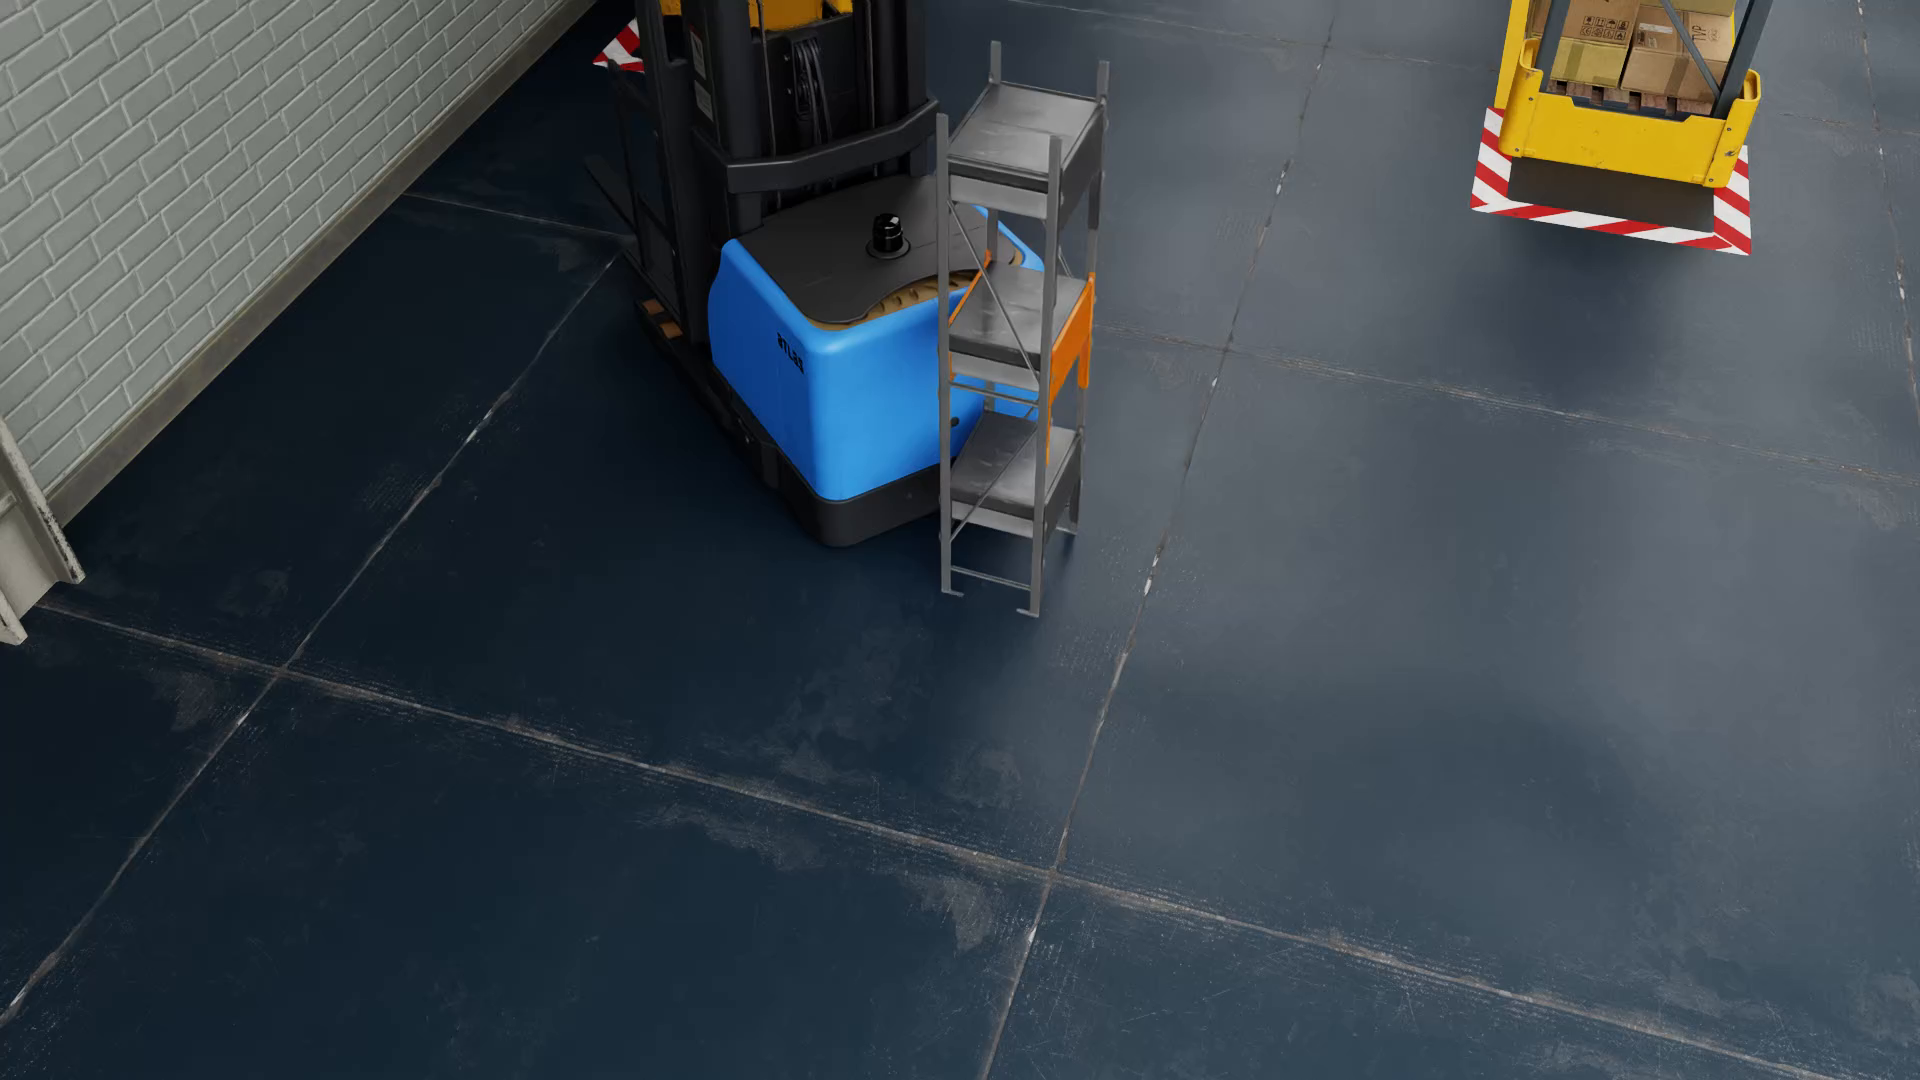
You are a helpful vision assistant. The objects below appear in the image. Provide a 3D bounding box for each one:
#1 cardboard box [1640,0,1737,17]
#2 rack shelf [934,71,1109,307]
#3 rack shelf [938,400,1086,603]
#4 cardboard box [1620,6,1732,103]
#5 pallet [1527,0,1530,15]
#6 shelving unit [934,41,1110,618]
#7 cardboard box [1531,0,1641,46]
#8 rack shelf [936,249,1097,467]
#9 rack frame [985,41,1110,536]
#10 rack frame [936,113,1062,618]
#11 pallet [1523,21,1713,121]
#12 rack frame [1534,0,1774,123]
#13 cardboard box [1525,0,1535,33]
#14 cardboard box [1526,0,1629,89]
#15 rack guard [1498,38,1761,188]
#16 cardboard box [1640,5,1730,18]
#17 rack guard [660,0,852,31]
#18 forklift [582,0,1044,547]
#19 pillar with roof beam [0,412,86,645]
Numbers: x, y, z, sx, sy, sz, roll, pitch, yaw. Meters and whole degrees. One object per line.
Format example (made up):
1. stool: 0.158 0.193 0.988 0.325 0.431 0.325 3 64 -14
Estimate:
1. cardboard box: 3.999 -3.217 9.022 0.500 0.500 0.500 13 46 13
2. rack shelf: 0.202 -1.151 5.444 0.431 0.518 0.480 15 46 15
3. rack shelf: 0.202 -0.150 6.423 0.431 0.518 0.480 15 46 15
4. cardboard box: 3.849 -2.615 8.943 0.500 0.250 0.500 13 46 13
5. pallet: 4.038 -3.470 10.145 1.003 0.211 1.213 13 46 13
6. shelving unit: 0.202 -0.661 5.924 0.431 2.100 0.503 15 46 15
7. cardboard box: 3.354 -2.993 8.794 0.500 0.500 0.500 13 46 13
8. rack shelf: 0.202 -0.651 5.933 0.431 0.518 0.480 15 46 15
9. rack frame: 0.288 -0.820 6.087 0.400 2.100 0.015 15 46 15
10. rack frame: 0.117 -0.501 5.760 0.400 2.100 0.015 15 46 15
11. pallet: 3.667 -2.659 9.317 1.003 0.211 1.213 13 46 13
12. rack frame: 3.475 -3.137 7.811 1.000 3.000 0.127 13 46 13
13. cardboard box: 3.496 -3.061 9.399 0.500 0.250 0.500 13 46 13
14. cardboard box: 3.356 -2.725 9.056 0.500 0.250 0.500 13 46 13
15. rack guard: 3.468 -2.228 8.669 1.175 0.500 0.348 13 46 13
16. cardboard box: 3.997 -2.949 9.285 0.500 0.250 0.500 13 46 13
17. rack guard: -1.224 -3.341 9.807 1.175 0.500 0.348 13 46 13
18. forklift: -0.846 -2.036 6.735 1.130 2.935 3.031 -23 49 -22
19. pillar with roof beam: 0.426 -2.067 2.428 9.100 9.000 0.400 13 46 13
